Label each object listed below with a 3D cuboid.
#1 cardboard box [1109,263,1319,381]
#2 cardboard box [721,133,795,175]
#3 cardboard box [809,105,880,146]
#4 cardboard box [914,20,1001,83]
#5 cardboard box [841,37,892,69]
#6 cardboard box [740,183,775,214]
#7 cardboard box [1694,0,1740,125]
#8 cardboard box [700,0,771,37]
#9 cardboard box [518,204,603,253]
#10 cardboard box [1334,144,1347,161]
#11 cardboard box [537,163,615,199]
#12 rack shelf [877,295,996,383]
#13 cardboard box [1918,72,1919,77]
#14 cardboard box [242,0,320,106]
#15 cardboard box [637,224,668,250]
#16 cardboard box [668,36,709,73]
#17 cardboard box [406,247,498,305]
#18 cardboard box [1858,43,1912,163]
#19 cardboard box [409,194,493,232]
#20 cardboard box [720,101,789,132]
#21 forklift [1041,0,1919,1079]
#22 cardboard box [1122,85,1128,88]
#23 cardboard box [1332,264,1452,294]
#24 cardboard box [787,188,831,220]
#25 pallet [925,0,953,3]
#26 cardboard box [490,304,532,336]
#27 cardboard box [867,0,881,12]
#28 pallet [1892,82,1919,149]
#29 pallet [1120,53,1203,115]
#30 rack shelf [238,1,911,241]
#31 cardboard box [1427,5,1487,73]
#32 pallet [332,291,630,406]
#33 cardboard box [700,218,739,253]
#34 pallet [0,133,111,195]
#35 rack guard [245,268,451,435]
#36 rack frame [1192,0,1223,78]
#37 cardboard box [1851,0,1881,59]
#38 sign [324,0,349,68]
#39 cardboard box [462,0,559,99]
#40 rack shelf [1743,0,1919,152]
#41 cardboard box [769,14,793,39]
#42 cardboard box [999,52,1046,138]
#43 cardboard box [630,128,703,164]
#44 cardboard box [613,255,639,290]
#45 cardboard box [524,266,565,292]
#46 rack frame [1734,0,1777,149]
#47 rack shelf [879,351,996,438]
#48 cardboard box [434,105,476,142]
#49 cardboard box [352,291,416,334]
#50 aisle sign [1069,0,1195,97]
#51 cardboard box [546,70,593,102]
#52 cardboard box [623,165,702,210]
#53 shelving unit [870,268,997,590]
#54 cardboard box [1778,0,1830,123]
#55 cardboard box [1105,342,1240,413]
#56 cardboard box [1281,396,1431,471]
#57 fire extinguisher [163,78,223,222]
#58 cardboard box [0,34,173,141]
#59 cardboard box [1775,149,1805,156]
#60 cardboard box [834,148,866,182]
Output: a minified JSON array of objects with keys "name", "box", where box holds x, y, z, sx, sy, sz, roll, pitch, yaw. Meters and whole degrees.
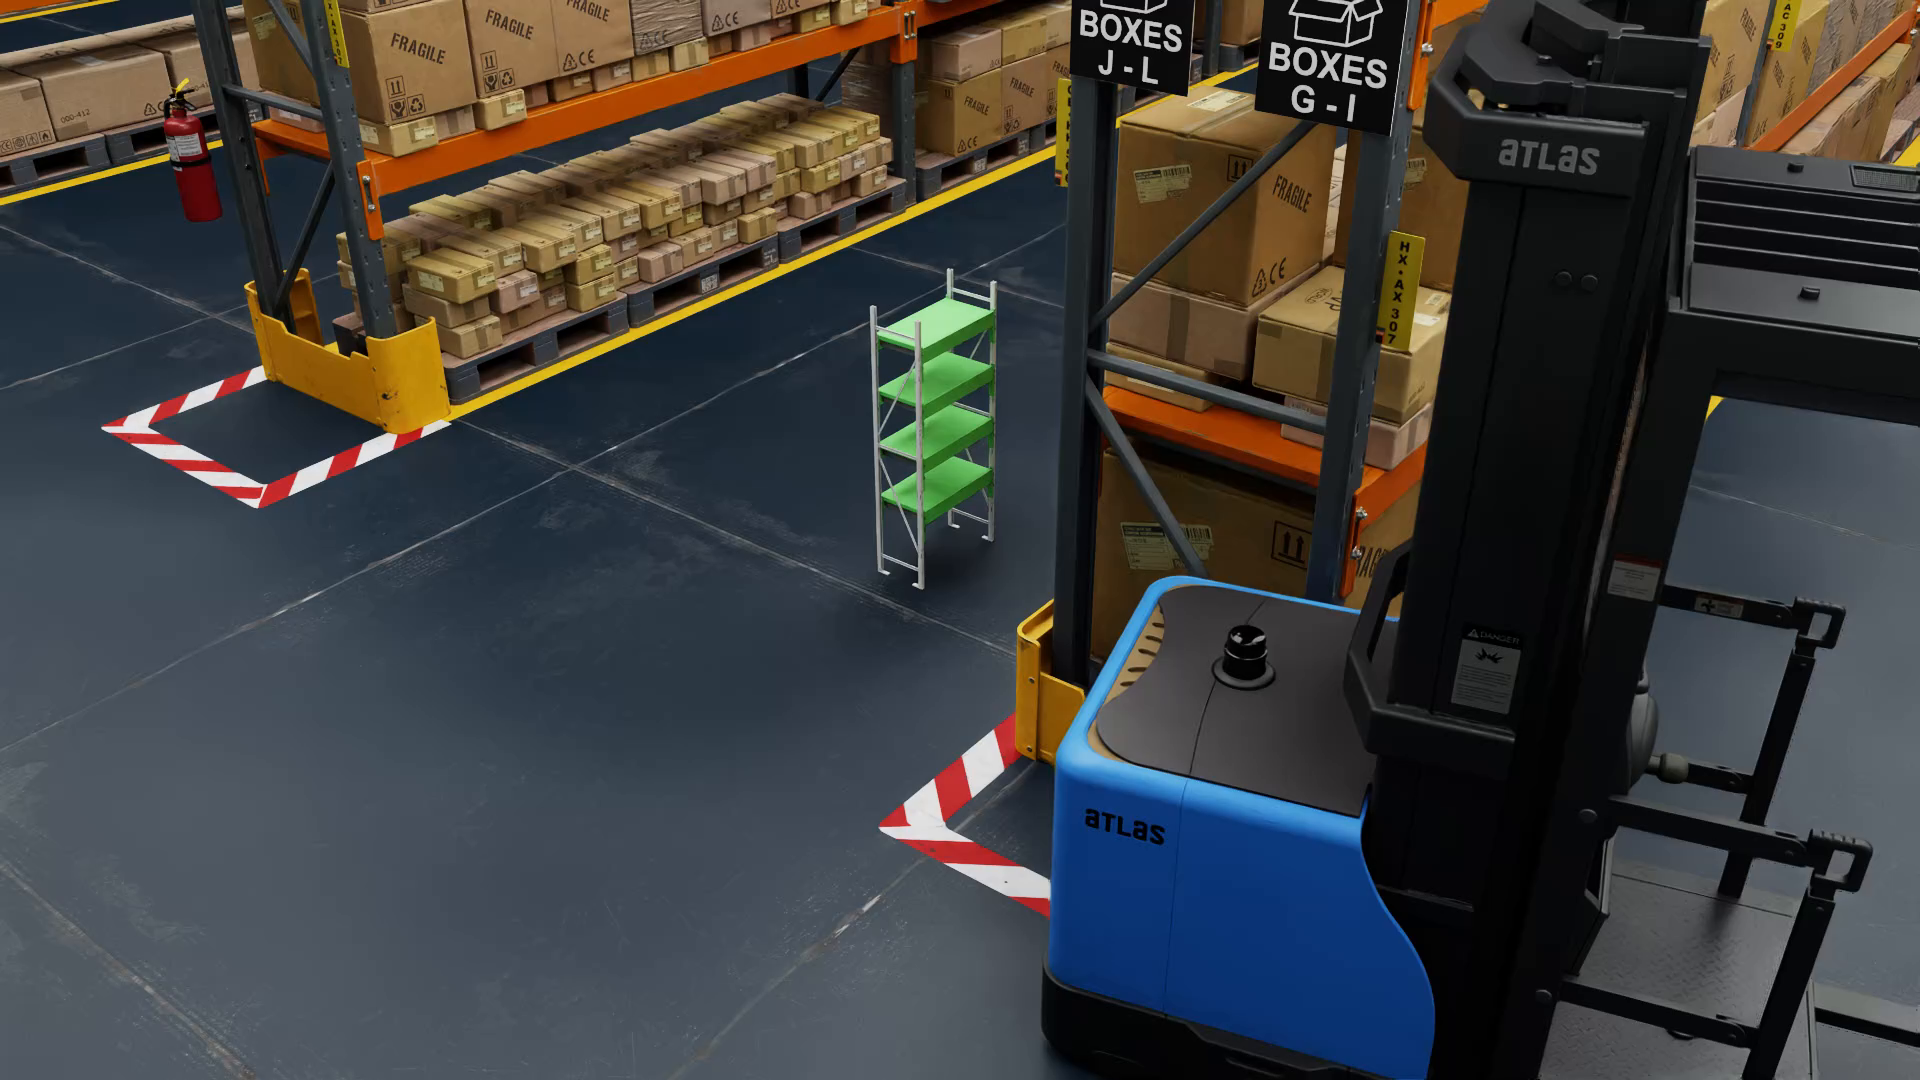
[{"name":"cardboard box","box":[0.837,-0.784,5.486,0.500,0.250,0.500,20,36,31]},{"name":"cardboard box","box":[-1.216,-2.320,10.023,0.380,0.149,0.250,22,37,33]},{"name":"cardboard box","box":[-0.730,-2.621,10.531,0.380,0.149,0.250,22,37,33]},{"name":"cardboard box","box":[-0.066,-3.282,11.151,0.500,0.250,0.500,19,36,29]},{"name":"cardboard box","box":[-0.475,-3.444,11.423,0.500,0.250,0.500,20,36,30]},{"name":"cardboard box","box":[-1.329,-2.082,9.914,0.380,0.149,0.250,22,37,32]},{"name":"cardboard box","box":[2.800,-1.982,6.773,0.500,0.500,0.500,22,37,32]},{"name":"cardboard box","box":[-1.405,-3.110,9.166,0.500,0.500,0.500,21,37,31]},{"name":"cardboard box","box":[-2.142,-1.666,8.921,0.380,0.149,0.250,19,36,29]},{"name":"cardboard box","box":[1.762,-1.410,6.542,0.500,0.250,0.500,21,37,31]},{"name":"cardboard box","box":[-2.195,-2.027,9.528,0.380,0.149,0.250,20,36,30]},{"name":"rack shelf","box":[-0.100,-0.807,6.618,0.258,0.148,0.480,21,37,31]},{"name":"cardboard box","box":[7.309,-4.002,13.082,0.700,0.500,0.500,21,36,31]},{"name":"cardboard box","box":[-3.071,-2.442,8.039,0.500,0.500,0.500,22,37,32]},{"name":"cardboard box","box":[-1.873,-1.777,9.399,0.380,0.149,0.250,23,38,34]},{"name":"cardboard box","box":[-1.595,-2.682,9.079,0.380,0.149,0.250,22,37,32]},{"name":"cardboard box","box":[-2.550,-1.328,8.350,0.380,0.149,0.250,19,36,29]},{"name":"cardboard box","box":[5.152,-2.686,10.513,1.225,0.875,0.875,19,36,29]},{"name":"cardboard box","box":[-2.768,-1.742,9.047,0.380,0.149,0.250,20,36,30]},{"name":"cardboard box","box":[-1.310,-2.676,10.623,0.380,0.149,0.250,23,38,34]},{"name":"forklift","box":[1.801,0.256,3.943,3.031,2.935,1.130,11,33,18]},{"name":"cardboard box","box":[1.186,-3.809,12.774,0.500,0.500,0.500,23,38,33]},{"name":"cardboard box","box":[1.569,-0.831,5.565,0.500,0.250,0.500,21,36,31]},{"name":"cardboard box","box":[-1.020,-2.118,10.266,0.380,0.149,0.250,20,36,30]},{"name":"pallet","box":[-0.146,-3.819,10.940,1.003,0.211,1.213,21,37,31]},{"name":"cardboard box","box":[-2.473,-1.210,8.734,0.380,0.149,0.250,21,37,31]},{"name":"cardboard box","box":[-0.709,-3.339,10.189,0.380,0.149,0.250,21,36,31]},{"name":"pallet","box":[6.795,-3.305,12.620,1.003,0.211,1.213,21,37,31]},{"name":"pallet","box":[1.219,-3.744,13.361,1.003,0.211,1.213,21,37,31]},{"name":"rack shelf","box":[-1.930,-2.513,9.254,1.077,0.370,4.000,21,37,31]},{"name":"cardboard box","box":[2.064,-1.927,6.679,0.500,0.500,0.500,20,36,30]},{"name":"pallet","box":[-2.573,-1.160,9.000,1.003,0.211,1.213,21,37,31]},{"name":"cardboard box","box":[-1.524,-1.819,9.762,0.380,0.149,0.250,22,37,32]},{"name":"pallet","box":[-6.725,-2.641,11.500,1.003,0.211,1.213,21,37,31]},{"name":"rack guard","box":[-3.092,-0.965,8.388,1.175,0.500,0.348,21,37,31]},{"name":"rack frame","box":[1.692,-5.261,13.185,1.000,3.000,0.127,21,37,31]},{"name":"cardboard box","box":[4.868,-3.047,9.351,0.500,0.500,0.500,20,36,30]},{"name":"sign","box":[-2.705,-2.215,7.196,0.100,0.325,0.005,21,37,31]},{"name":"cardboard box","box":[-2.343,-2.503,8.142,0.500,0.500,0.500,21,37,31]},{"name":"rack shelf","box":[4.378,-2.571,9.352,1.077,0.370,4.000,21,37,31]},{"name":"cardboard box","box":[-1.197,-3.027,9.662,0.380,0.149,0.250,20,36,30]},{"name":"cardboard box","box":[0.253,-3.175,11.705,0.500,0.500,0.500,23,38,33]},{"name":"cardboard box","box":[-1.781,-2.366,10.101,0.380,0.149,0.250,22,37,32]},{"name":"cardboard box","box":[-2.009,-1.516,9.250,0.380,0.149,0.250,21,37,31]},{"name":"cardboard box","box":[-2.329,-1.446,8.841,0.380,0.149,0.250,22,37,32]},{"name":"rack frame","box":[3.170,-2.068,7.797,1.000,3.000,0.127,21,37,31]},{"name":"rack shelf","box":[-0.100,-0.600,6.741,0.258,0.148,0.480,21,37,31]},{"name":"cardboard box","box":[-2.560,-2.048,8.011,0.380,0.149,0.250,23,37,33]},{"name":"cardboard box","box":[-2.986,-1.242,8.788,0.380,0.149,0.250,22,37,32]},{"name":"aisle sign","box":[0.473,-1.623,4.497,0.394,0.787,0.004,21,37,31]},{"name":"cardboard box","box":[-2.124,-2.392,8.590,0.380,0.149,0.250,21,36,31]},{"name":"cardboard box","box":[-1.696,-2.001,9.485,0.380,0.149,0.250,21,37,31]},{"name":"shelving unit","box":[-0.100,-0.449,6.831,0.258,1.200,0.503,21,37,31]},{"name":"cardboard box","box":[3.950,-2.425,8.302,0.500,0.500,0.500,21,37,31]},{"name":"cardboard box","box":[0.708,-0.580,5.533,0.380,0.149,0.250,22,37,32]},{"name":"cardboard box","box":[1.233,-0.377,5.190,0.380,0.149,0.250,22,37,32]},{"name":"fire extinguisher","box":[-3.658,-1.855,7.880,0.296,0.674,0.183,21,37,31]},{"name":"cardboard box","box":[-6.281,-3.244,11.883,0.875,0.438,0.875,22,37,33]},{"name":"cardboard box","box":[3.541,-1.601,8.681,1.225,0.875,0.875,21,37,31]},{"name":"cardboard box","box":[-0.813,-2.378,10.413,0.380,0.149,0.250,19,36,29]}]
